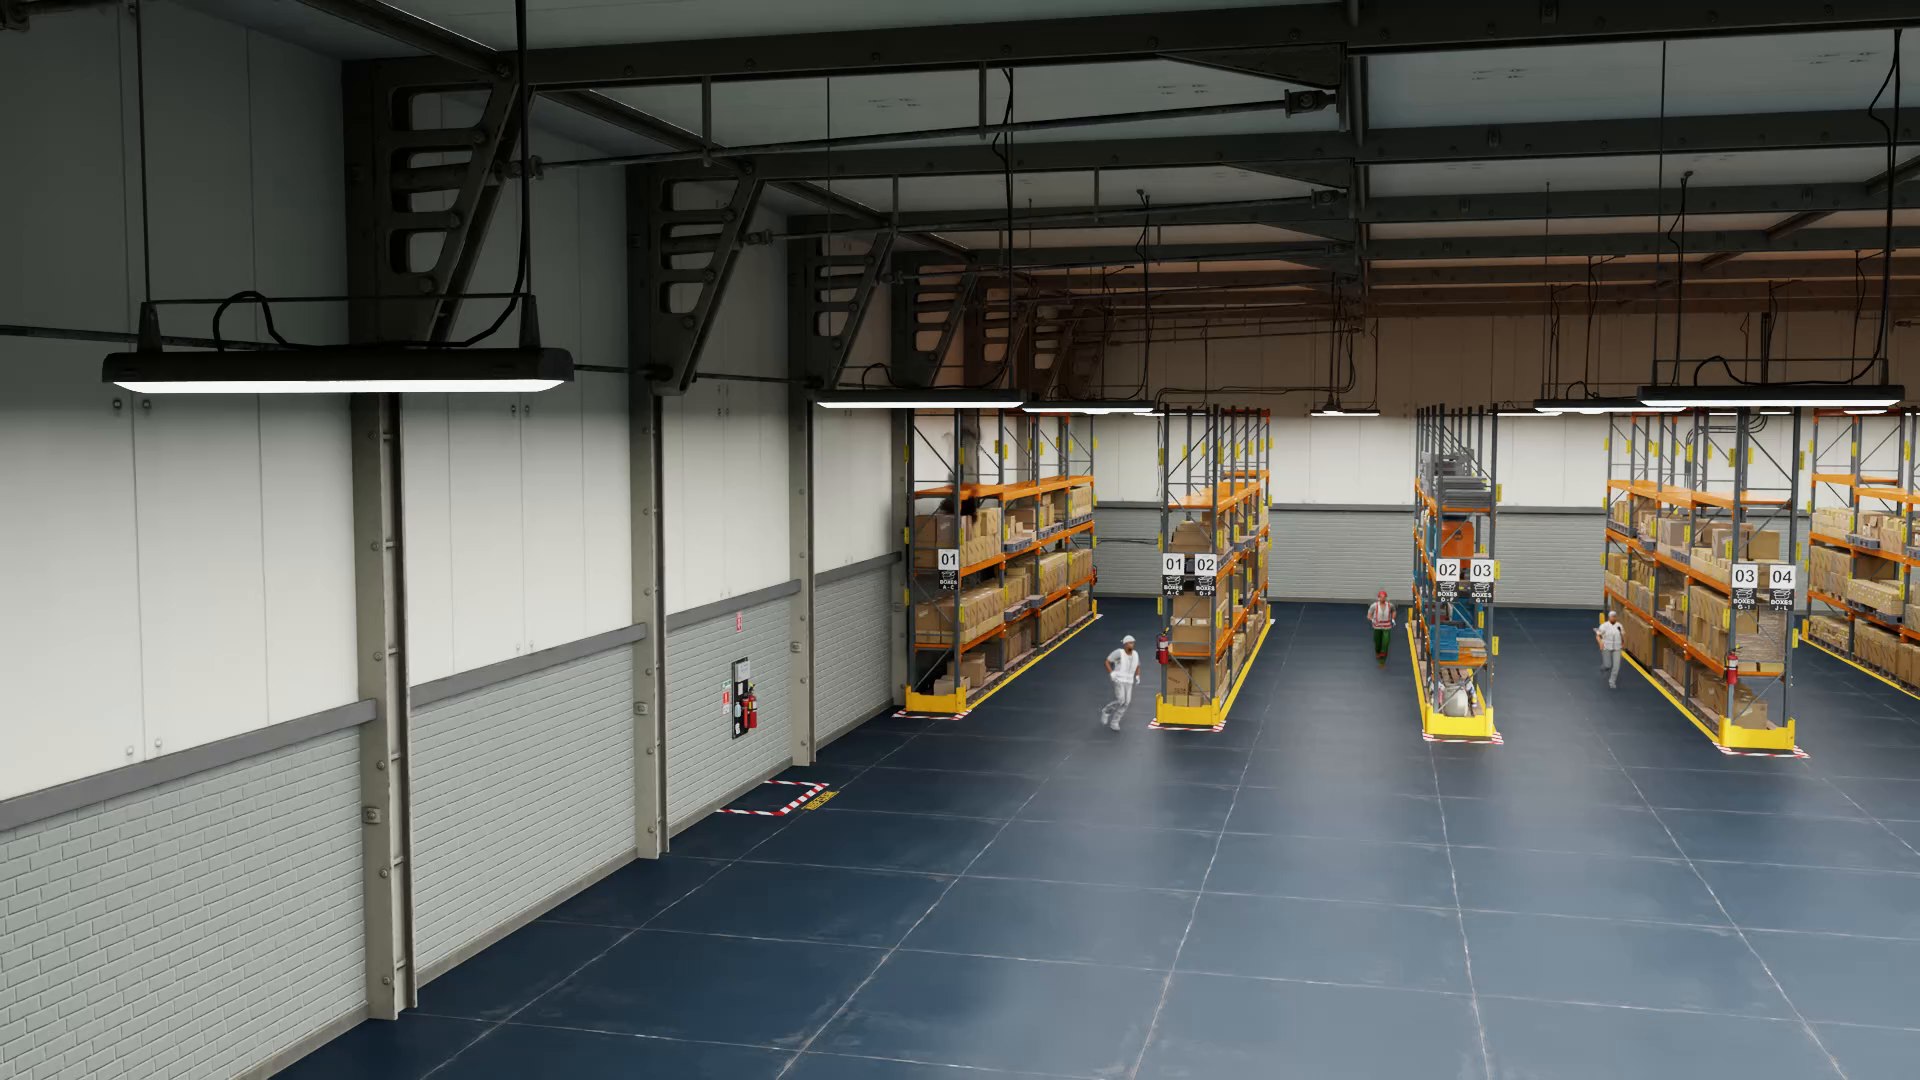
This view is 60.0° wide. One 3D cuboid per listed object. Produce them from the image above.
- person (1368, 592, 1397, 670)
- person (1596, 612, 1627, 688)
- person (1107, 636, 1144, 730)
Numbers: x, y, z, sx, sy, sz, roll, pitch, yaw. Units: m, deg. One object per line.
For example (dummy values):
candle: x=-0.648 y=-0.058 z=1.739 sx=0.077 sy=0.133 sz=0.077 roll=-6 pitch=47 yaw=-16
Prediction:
person: x=9.719 y=2.078 z=38.272 sx=0.664 sy=1.774 sz=0.773 roll=1 pitch=4 yaw=9
person: x=13.913 y=2.340 z=35.454 sx=0.615 sy=1.626 sz=0.551 roll=1 pitch=4 yaw=8
person: x=3.110 y=2.626 z=30.675 sx=0.728 sy=1.727 sz=0.557 roll=-3 pitch=5 yaw=-36
